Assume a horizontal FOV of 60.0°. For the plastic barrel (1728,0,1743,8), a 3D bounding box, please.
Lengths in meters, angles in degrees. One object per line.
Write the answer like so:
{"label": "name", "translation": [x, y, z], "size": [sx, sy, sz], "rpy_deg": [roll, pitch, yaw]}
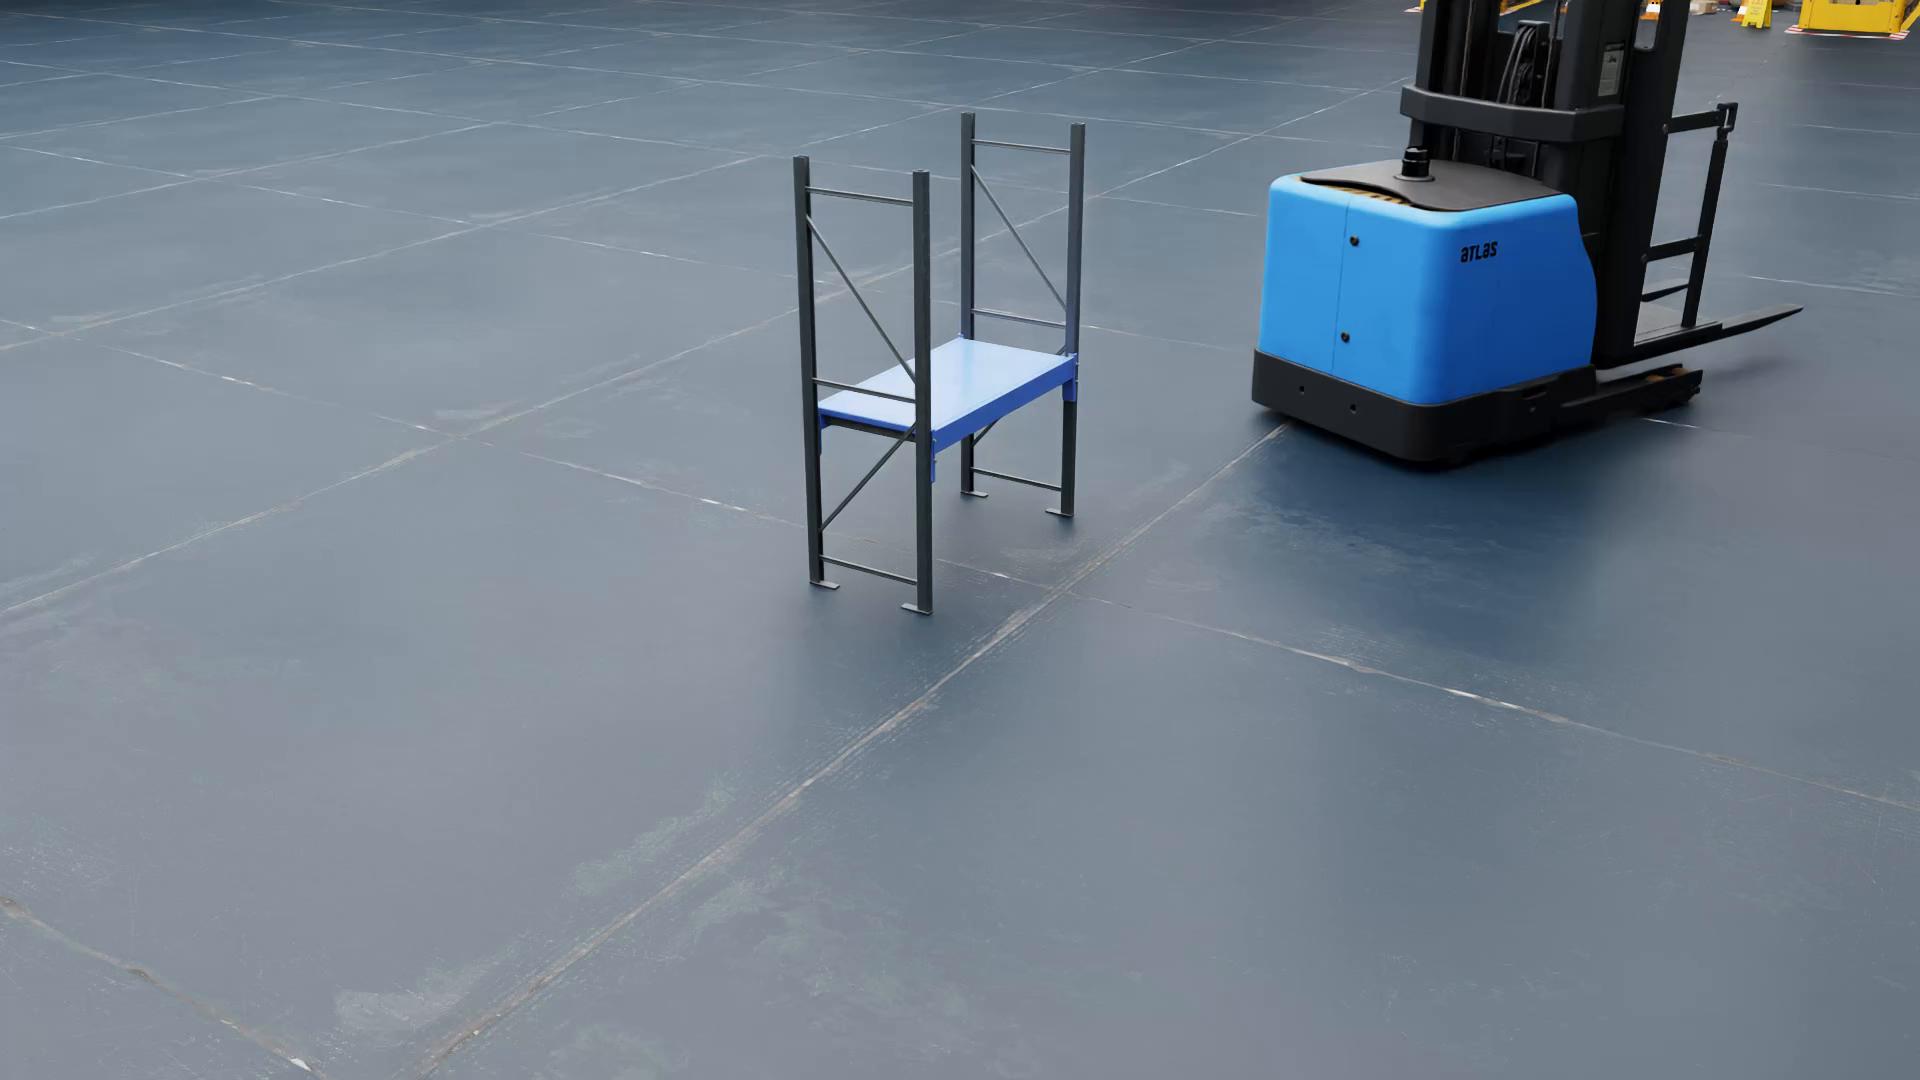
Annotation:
{"label": "plastic barrel", "translation": [11.254, -7.787, 23.705], "size": [0.421, 0.421, 0.512], "rpy_deg": [-7, 24, -17]}

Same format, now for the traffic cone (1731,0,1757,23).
{"label": "traffic cone", "translation": [10.581, -7.206, 22.313], "size": [0.336, 0.463, 0.334], "rpy_deg": [14, 27, 29]}

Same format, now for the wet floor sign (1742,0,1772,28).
{"label": "wet floor sign", "translation": [10.441, -7.035, 21.687], "size": [0.232, 0.644, 0.267], "rpy_deg": [-17, 29, -35]}

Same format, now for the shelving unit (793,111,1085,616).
{"label": "shelving unit", "translation": [-0.045, -0.659, 5.886], "size": [0.538, 1.500, 1.048], "rpy_deg": [14, 27, 29]}

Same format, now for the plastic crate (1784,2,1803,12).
{"label": "plastic crate", "translation": [12.035, -7.607, 23.721], "size": [0.402, 0.080, 0.583], "rpy_deg": [5, 24, 11]}

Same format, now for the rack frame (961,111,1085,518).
{"label": "rack frame", "translation": [0.223, -0.831, 6.282], "size": [0.500, 1.500, 0.032], "rpy_deg": [14, 27, 29]}

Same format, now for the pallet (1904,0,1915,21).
{"label": "pallet", "translation": [12.593, -7.378, 23.027], "size": [1.003, 0.211, 1.213], "rpy_deg": [14, 27, 29]}

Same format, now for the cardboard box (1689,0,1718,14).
{"label": "cardboard box", "translation": [10.425, -7.512, 23.415], "size": [0.250, 0.149, 0.380], "rpy_deg": [-12, 26, -26]}

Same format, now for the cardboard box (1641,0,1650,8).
{"label": "cardboard box", "translation": [10.226, -7.933, 23.941], "size": [0.797, 0.503, 0.637], "rpy_deg": [-3, 24, -7]}

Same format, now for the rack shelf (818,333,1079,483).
{"label": "rack shelf", "translation": [-0.045, -0.494, 5.957], "size": [0.538, 0.185, 1.000], "rpy_deg": [14, 27, 29]}

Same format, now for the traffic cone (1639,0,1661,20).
{"label": "traffic cone", "translation": [9.459, -7.324, 22.586], "size": [0.336, 0.463, 0.334], "rpy_deg": [14, 27, 29]}

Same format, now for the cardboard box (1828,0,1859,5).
{"label": "cardboard box", "translation": [11.661, -7.223, 22.092], "size": [0.500, 0.250, 0.500], "rpy_deg": [14, 27, 29]}

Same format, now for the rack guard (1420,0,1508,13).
{"label": "rack guard", "translation": [7.179, -7.803, 23.645], "size": [1.175, 0.500, 0.348], "rpy_deg": [14, 27, 29]}

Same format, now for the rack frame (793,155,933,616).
{"label": "rack frame", "translation": [-0.313, -0.488, 5.489], "size": [0.500, 1.500, 0.032], "rpy_deg": [14, 27, 29]}

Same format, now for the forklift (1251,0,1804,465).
{"label": "forklift", "translation": [2.829, -2.092, 7.394], "size": [3.031, 2.935, 1.130], "rpy_deg": [-15, 28, -31]}

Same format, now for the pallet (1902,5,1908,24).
{"label": "pallet", "translation": [11.949, -6.968, 22.079], "size": [1.003, 0.211, 1.213], "rpy_deg": [14, 27, 29]}

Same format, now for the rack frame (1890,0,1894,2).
{"label": "rack frame", "translation": [11.450, -7.955, 20.850], "size": [1.000, 3.000, 0.127], "rpy_deg": [14, 27, 29]}

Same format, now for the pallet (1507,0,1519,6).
{"label": "pallet", "translation": [7.547, -7.965, 24.382], "size": [1.003, 0.211, 1.213], "rpy_deg": [14, 27, 29]}

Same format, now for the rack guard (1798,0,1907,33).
{"label": "rack guard", "translation": [11.490, -6.833, 21.406], "size": [1.175, 0.500, 0.348], "rpy_deg": [14, 27, 29]}

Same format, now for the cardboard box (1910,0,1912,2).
{"label": "cardboard box", "translation": [12.664, -7.458, 22.633], "size": [0.500, 0.250, 0.500], "rpy_deg": [16, 28, 32]}

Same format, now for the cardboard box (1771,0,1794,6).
{"label": "cardboard box", "translation": [11.839, -8.082, 24.288], "size": [0.500, 0.500, 0.500], "rpy_deg": [-7, 24, -17]}

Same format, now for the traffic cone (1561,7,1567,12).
{"label": "traffic cone", "translation": [8.678, -7.676, 23.398], "size": [0.336, 0.463, 0.334], "rpy_deg": [14, 27, 29]}

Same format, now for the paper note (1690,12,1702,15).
{"label": "paper note", "translation": [10.258, -7.329, 23.140], "size": [0.148, 0.019, 0.142], "rpy_deg": [5, 24, 11]}

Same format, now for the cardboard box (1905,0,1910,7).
{"label": "cardboard box", "translation": [12.386, -7.271, 22.202], "size": [0.500, 0.250, 0.500], "rpy_deg": [15, 28, 31]}

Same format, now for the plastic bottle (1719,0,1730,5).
{"label": "plastic bottle", "translation": [11.286, -7.914, 24.454], "size": [0.133, 0.061, 0.283], "rpy_deg": [20, 30, 38]}

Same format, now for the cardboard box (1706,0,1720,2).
{"label": "cardboard box", "translation": [11.307, -8.225, 24.915], "size": [0.258, 0.266, 0.396], "rpy_deg": [-3, 24, -7]}

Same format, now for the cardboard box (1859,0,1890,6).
{"label": "cardboard box", "translation": [12.111, -7.100, 21.808], "size": [0.500, 0.250, 0.500], "rpy_deg": [14, 27, 29]}

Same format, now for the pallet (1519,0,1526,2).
{"label": "pallet", "translation": [8.191, -8.375, 25.330], "size": [1.003, 0.211, 1.213], "rpy_deg": [14, 27, 29]}

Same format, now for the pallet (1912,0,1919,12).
{"label": "pallet", "translation": [13.236, -7.791, 23.982], "size": [1.003, 0.211, 1.213], "rpy_deg": [14, 27, 29]}
